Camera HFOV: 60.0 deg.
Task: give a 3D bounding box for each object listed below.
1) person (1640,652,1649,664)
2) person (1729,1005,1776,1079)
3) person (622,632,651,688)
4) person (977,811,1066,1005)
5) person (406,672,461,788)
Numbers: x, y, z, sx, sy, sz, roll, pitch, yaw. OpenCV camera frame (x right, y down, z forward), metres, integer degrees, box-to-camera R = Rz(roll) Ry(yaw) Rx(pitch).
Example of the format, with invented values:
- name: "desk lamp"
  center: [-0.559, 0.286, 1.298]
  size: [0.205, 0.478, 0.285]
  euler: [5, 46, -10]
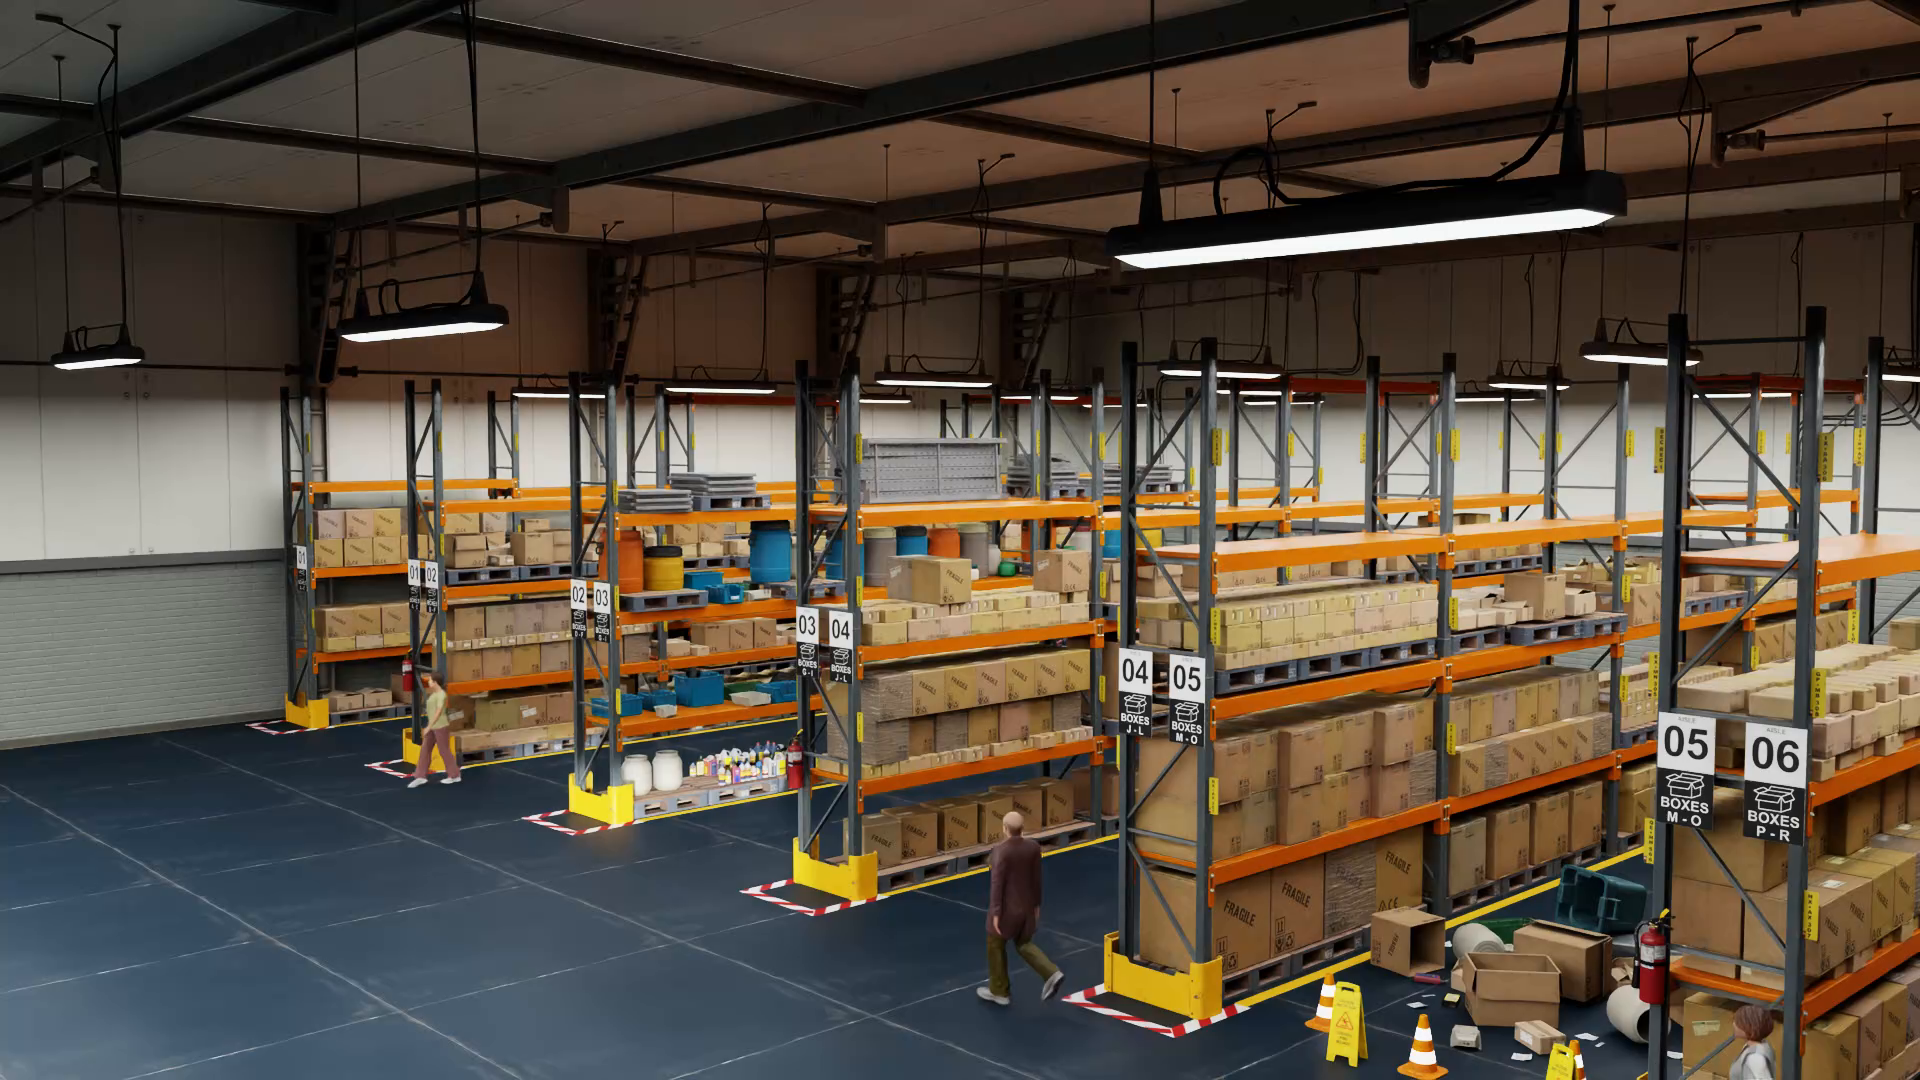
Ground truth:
- name: "person"
  center: [11.185, 2.629, 26.652]
  size: [0.633, 1.684, 0.749]
  euler: [-3, 4, -35]
- name: "person"
  center: [5.014, 3.710, 10.518]
  size: [1.013, 1.483, 0.472]
  euler: [1, 4, 20]
- name: "person"
  center: [-6.222, 2.266, 31.577]
  size: [0.571, 1.807, 0.694]
  euler: [2, 4, 22]
- name: "person"
  center: [0.524, 3.413, 14.938]
  size: [0.879, 1.560, 0.579]
  euler: [4, 5, 44]
- name: "person"
  center: [-7.733, 2.785, 24.396]
  size: [0.771, 1.687, 0.461]
  euler: [-2, 4, -30]
